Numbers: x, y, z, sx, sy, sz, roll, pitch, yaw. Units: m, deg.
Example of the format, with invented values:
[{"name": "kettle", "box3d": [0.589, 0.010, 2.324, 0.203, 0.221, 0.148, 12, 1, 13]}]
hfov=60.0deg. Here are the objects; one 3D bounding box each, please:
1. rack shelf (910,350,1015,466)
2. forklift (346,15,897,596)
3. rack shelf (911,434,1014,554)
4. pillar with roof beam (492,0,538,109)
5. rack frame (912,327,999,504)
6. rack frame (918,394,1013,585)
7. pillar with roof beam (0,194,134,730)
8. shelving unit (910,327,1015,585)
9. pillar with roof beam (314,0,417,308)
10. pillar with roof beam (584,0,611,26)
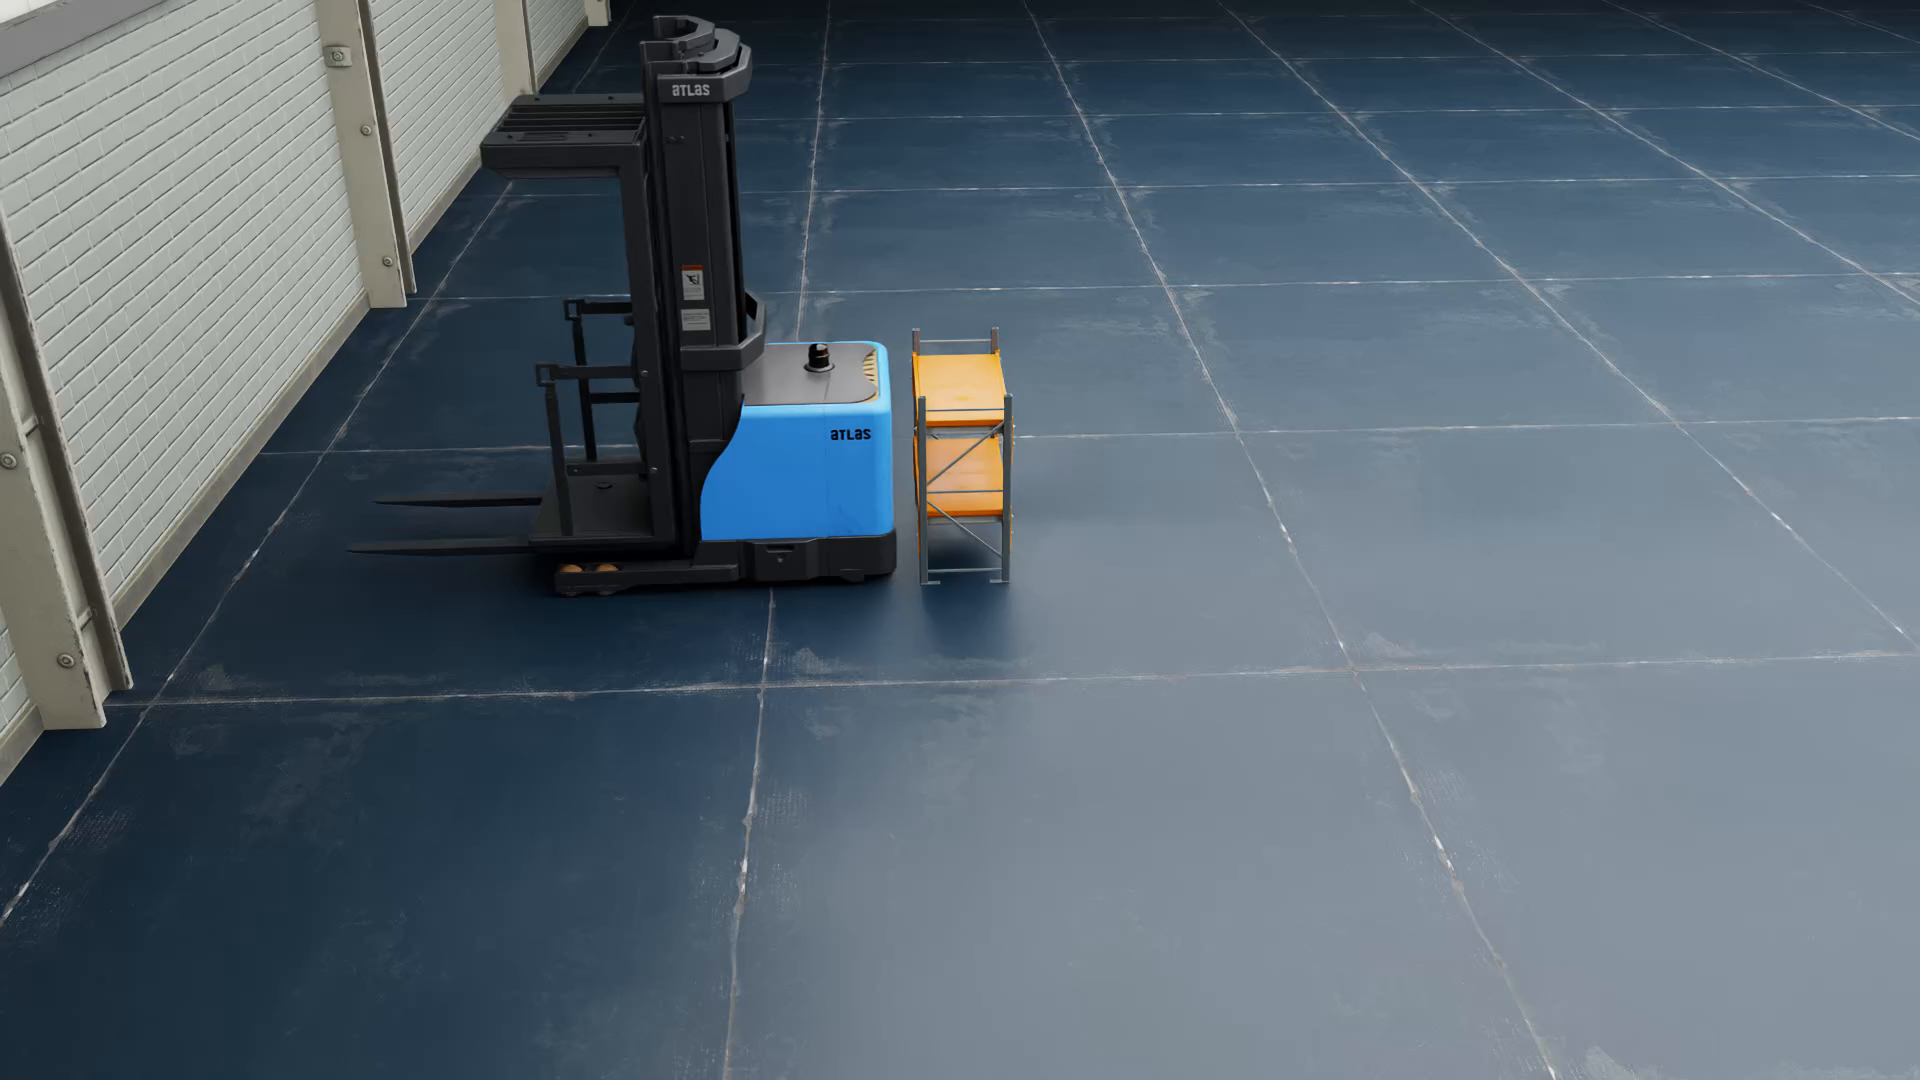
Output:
[{"name": "rack shelf", "box3d": [0.000, -0.755, 9.349, 0.538, 0.278, 1.000, -1, 28, -3]}, {"name": "forklift", "box3d": [-1.893, -1.244, 8.966, 3.031, 2.935, 1.130, -2, 28, -3]}, {"name": "rack shelf", "box3d": [0.000, -0.279, 9.597, 0.538, 0.278, 1.000, -1, 28, -3]}, {"name": "pillar with roof beam", "box3d": [-0.625, -8.818, 16.926, 9.100, 9.000, 0.400, -1, 28, -3]}, {"name": "rack frame", "box3d": [-0.026, -0.730, 9.934, 0.500, 1.125, 0.032, -1, 28, -3]}, {"name": "rack frame", "box3d": [0.027, -0.261, 9.034, 0.500, 1.125, 0.032, -1, 28, -3]}, {"name": "pillar with roof beam", "box3d": [0.001, -3.276, 6.301, 9.100, 9.000, 0.400, -1, 28, -3]}, {"name": "shelving unit", "box3d": [0.000, -0.496, 9.484, 0.538, 1.125, 1.048, -1, 28, -3]}, {"name": "pillar with roof beam", "box3d": [-0.312, -6.047, 11.614, 9.100, 9.000, 0.400, -1, 28, -3]}, {"name": "pillar with roof beam", "box3d": [-0.939, -11.589, 22.239, 9.100, 9.000, 0.400, -1, 28, -3]}]
